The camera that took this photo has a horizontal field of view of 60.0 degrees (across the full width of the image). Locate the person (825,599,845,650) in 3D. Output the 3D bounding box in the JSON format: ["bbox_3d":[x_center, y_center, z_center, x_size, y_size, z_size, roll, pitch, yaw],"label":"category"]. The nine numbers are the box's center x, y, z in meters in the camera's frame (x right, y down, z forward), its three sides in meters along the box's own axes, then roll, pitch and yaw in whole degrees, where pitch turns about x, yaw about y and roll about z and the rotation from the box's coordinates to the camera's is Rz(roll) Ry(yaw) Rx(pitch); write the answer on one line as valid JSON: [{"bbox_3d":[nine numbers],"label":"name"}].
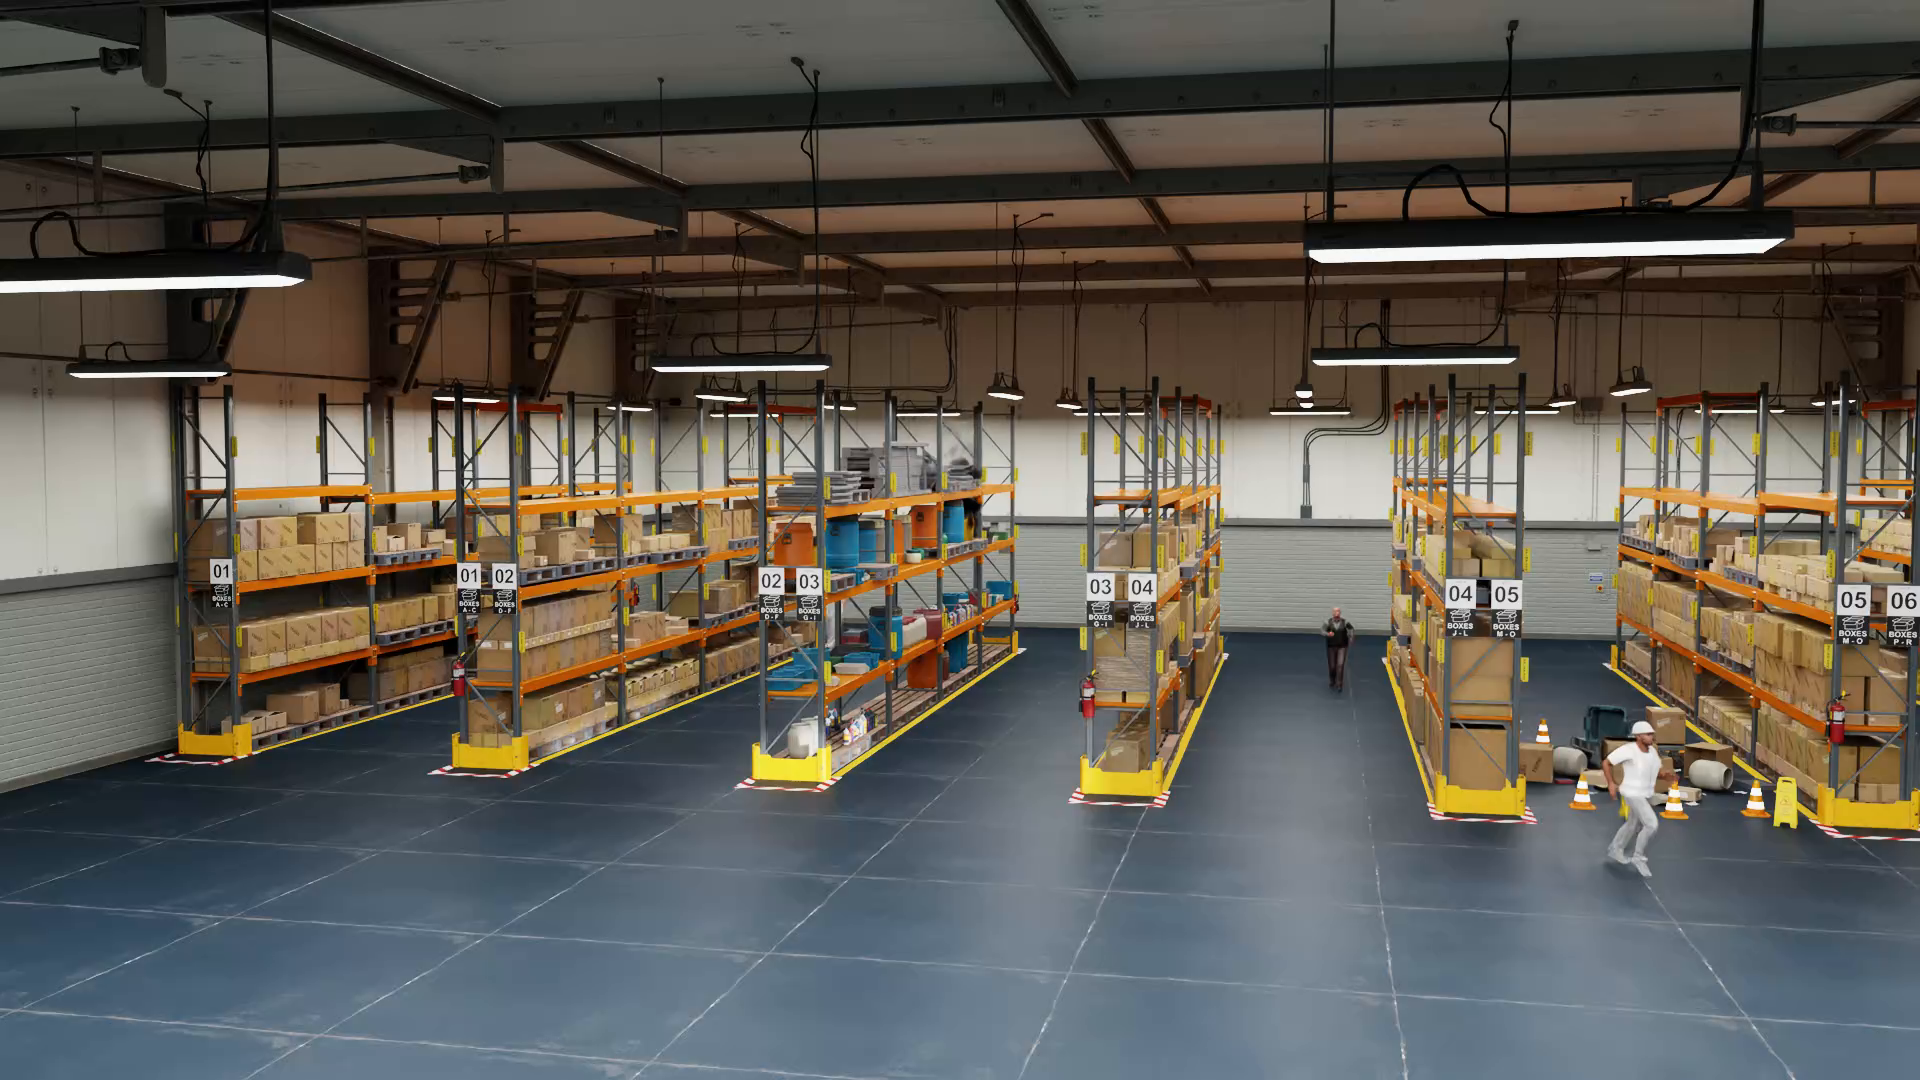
[{"bbox_3d":[-2.914,1.750,37.303,0.637,1.759,0.734,0,3,3],"label":"person"}]

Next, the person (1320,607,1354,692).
[{"bbox_3d":[7.702,2.210,34.013,0.660,1.674,1.066,1,3,16],"label":"person"}]

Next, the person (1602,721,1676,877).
[{"bbox_3d":[7.983,3.031,19.536,0.671,1.814,0.832,-2,4,-36],"label":"person"}]
